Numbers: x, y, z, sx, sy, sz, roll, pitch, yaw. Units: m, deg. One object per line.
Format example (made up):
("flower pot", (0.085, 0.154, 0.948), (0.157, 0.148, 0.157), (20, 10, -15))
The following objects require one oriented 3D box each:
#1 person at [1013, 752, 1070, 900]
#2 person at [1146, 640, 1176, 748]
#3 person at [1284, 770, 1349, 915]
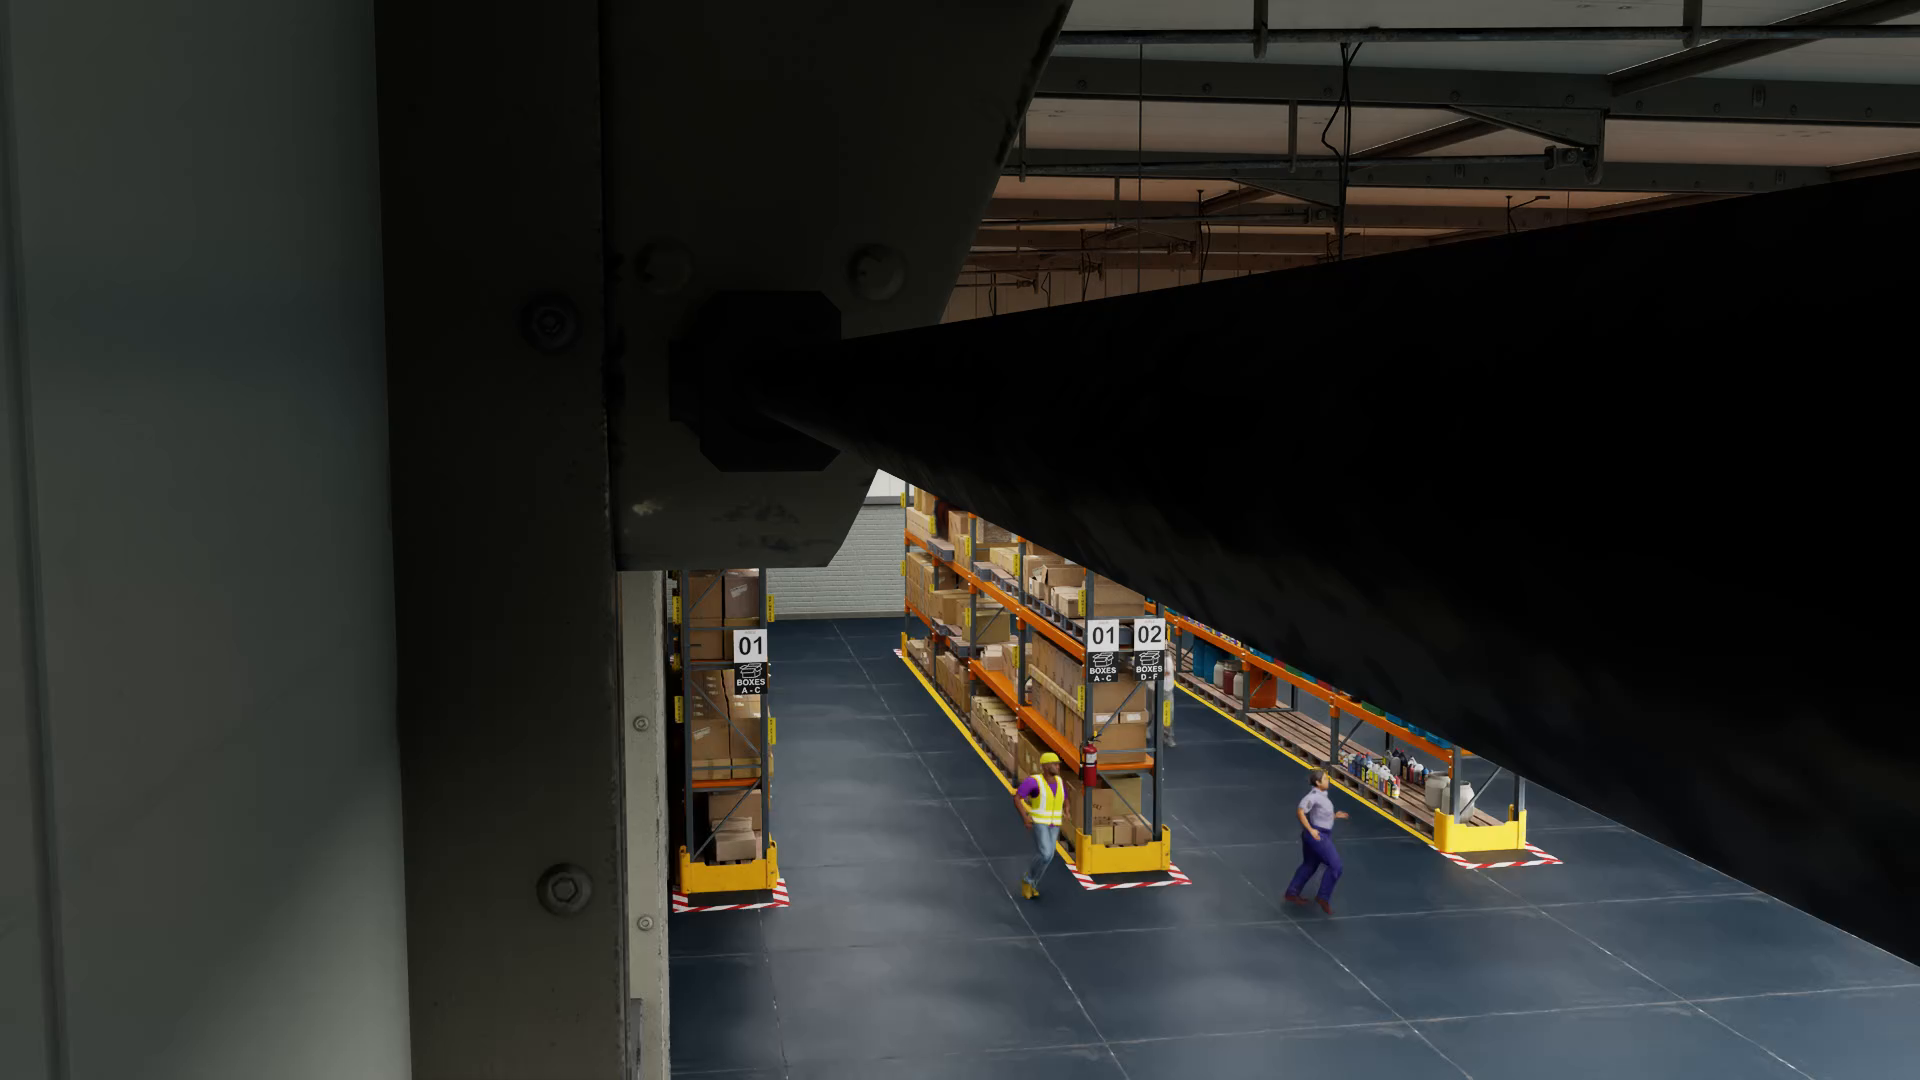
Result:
("person", (1.066, 3.427, 19.974), (0.761, 1.715, 0.548), (-4, 7, -32))
("person", (3.349, 2.536, 28.001), (0.658, 1.829, 0.828), (-2, 6, -22))
("person", (4.178, 3.520, 19.410), (0.707, 1.697, 0.581), (1, 6, 9))
